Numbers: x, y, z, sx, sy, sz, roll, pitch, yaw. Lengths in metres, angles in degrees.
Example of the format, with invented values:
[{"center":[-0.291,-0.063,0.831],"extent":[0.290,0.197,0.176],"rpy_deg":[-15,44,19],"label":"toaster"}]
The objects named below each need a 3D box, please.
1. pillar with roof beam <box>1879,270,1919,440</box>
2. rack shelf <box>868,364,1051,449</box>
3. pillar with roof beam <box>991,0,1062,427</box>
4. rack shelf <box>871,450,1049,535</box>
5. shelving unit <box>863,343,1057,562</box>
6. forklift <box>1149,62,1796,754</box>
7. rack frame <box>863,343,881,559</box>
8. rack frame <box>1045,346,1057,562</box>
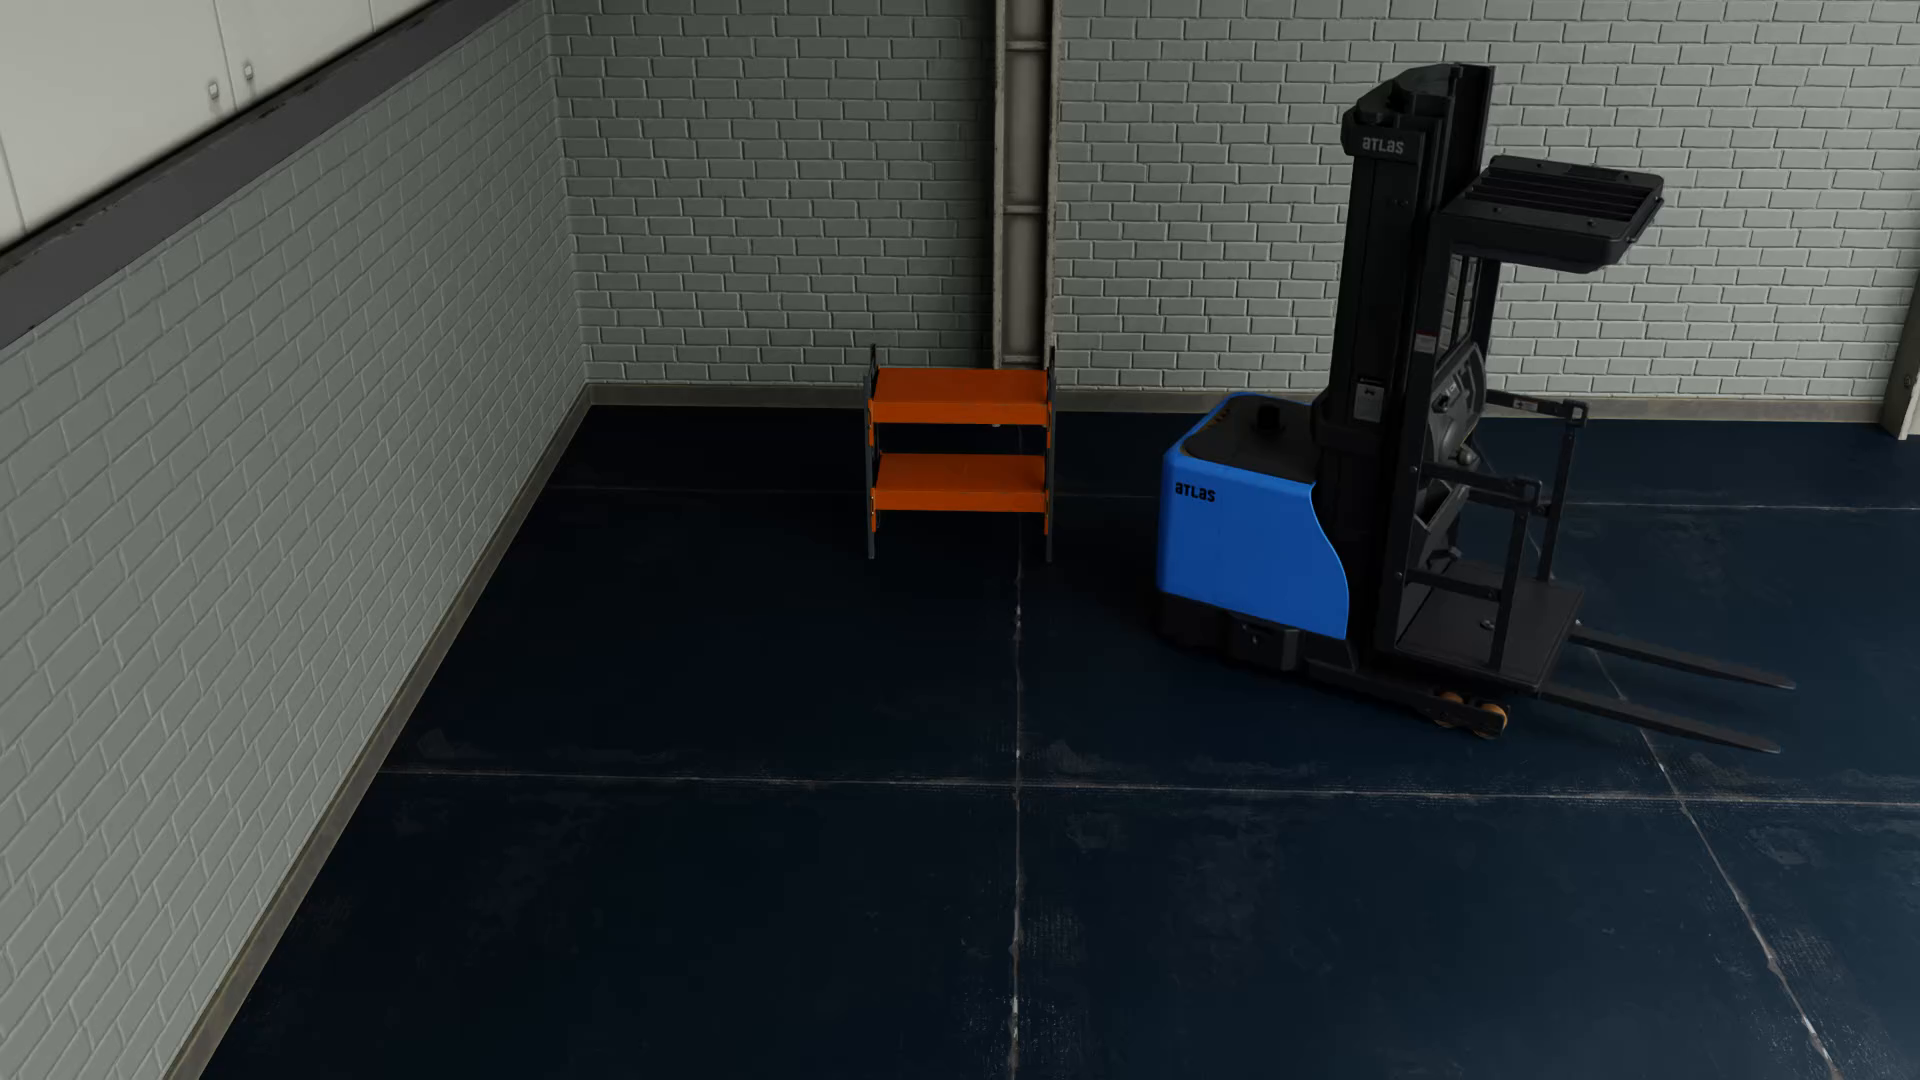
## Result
[{"center":[6.258,-2.695,5.225],"extent":[0.400,9.000,9.100],"rpy_deg":[1,28,2],"label":"pillar with roof beam"},{"center":[0.007,-0.755,9.349],"extent":[1.000,0.278,0.538],"rpy_deg":[1,28,2],"label":"rack shelf"},{"center":[0.261,-2.794,5.413],"extent":[0.400,9.000,9.100],"rpy_deg":[1,28,2],"label":"pillar with roof beam"},{"center":[0.007,-0.281,9.601],"extent":[1.000,0.278,0.538],"rpy_deg":[1,28,2],"label":"rack shelf"},{"center":[0.007,-0.497,9.486],"extent":[1.048,1.125,0.538],"rpy_deg":[1,28,2],"label":"shelving unit"},{"center":[2.533,-0.629,7.806],"extent":[3.031,2.935,1.130],"rpy_deg":[15,31,26],"label":"forklift"},{"center":[-0.501,-0.505,9.502],"extent":[0.032,1.125,0.500],"rpy_deg":[1,28,2],"label":"rack frame"},{"center":[0.515,-0.488,9.470],"extent":[0.032,1.125,0.500],"rpy_deg":[1,28,2],"label":"rack frame"}]
